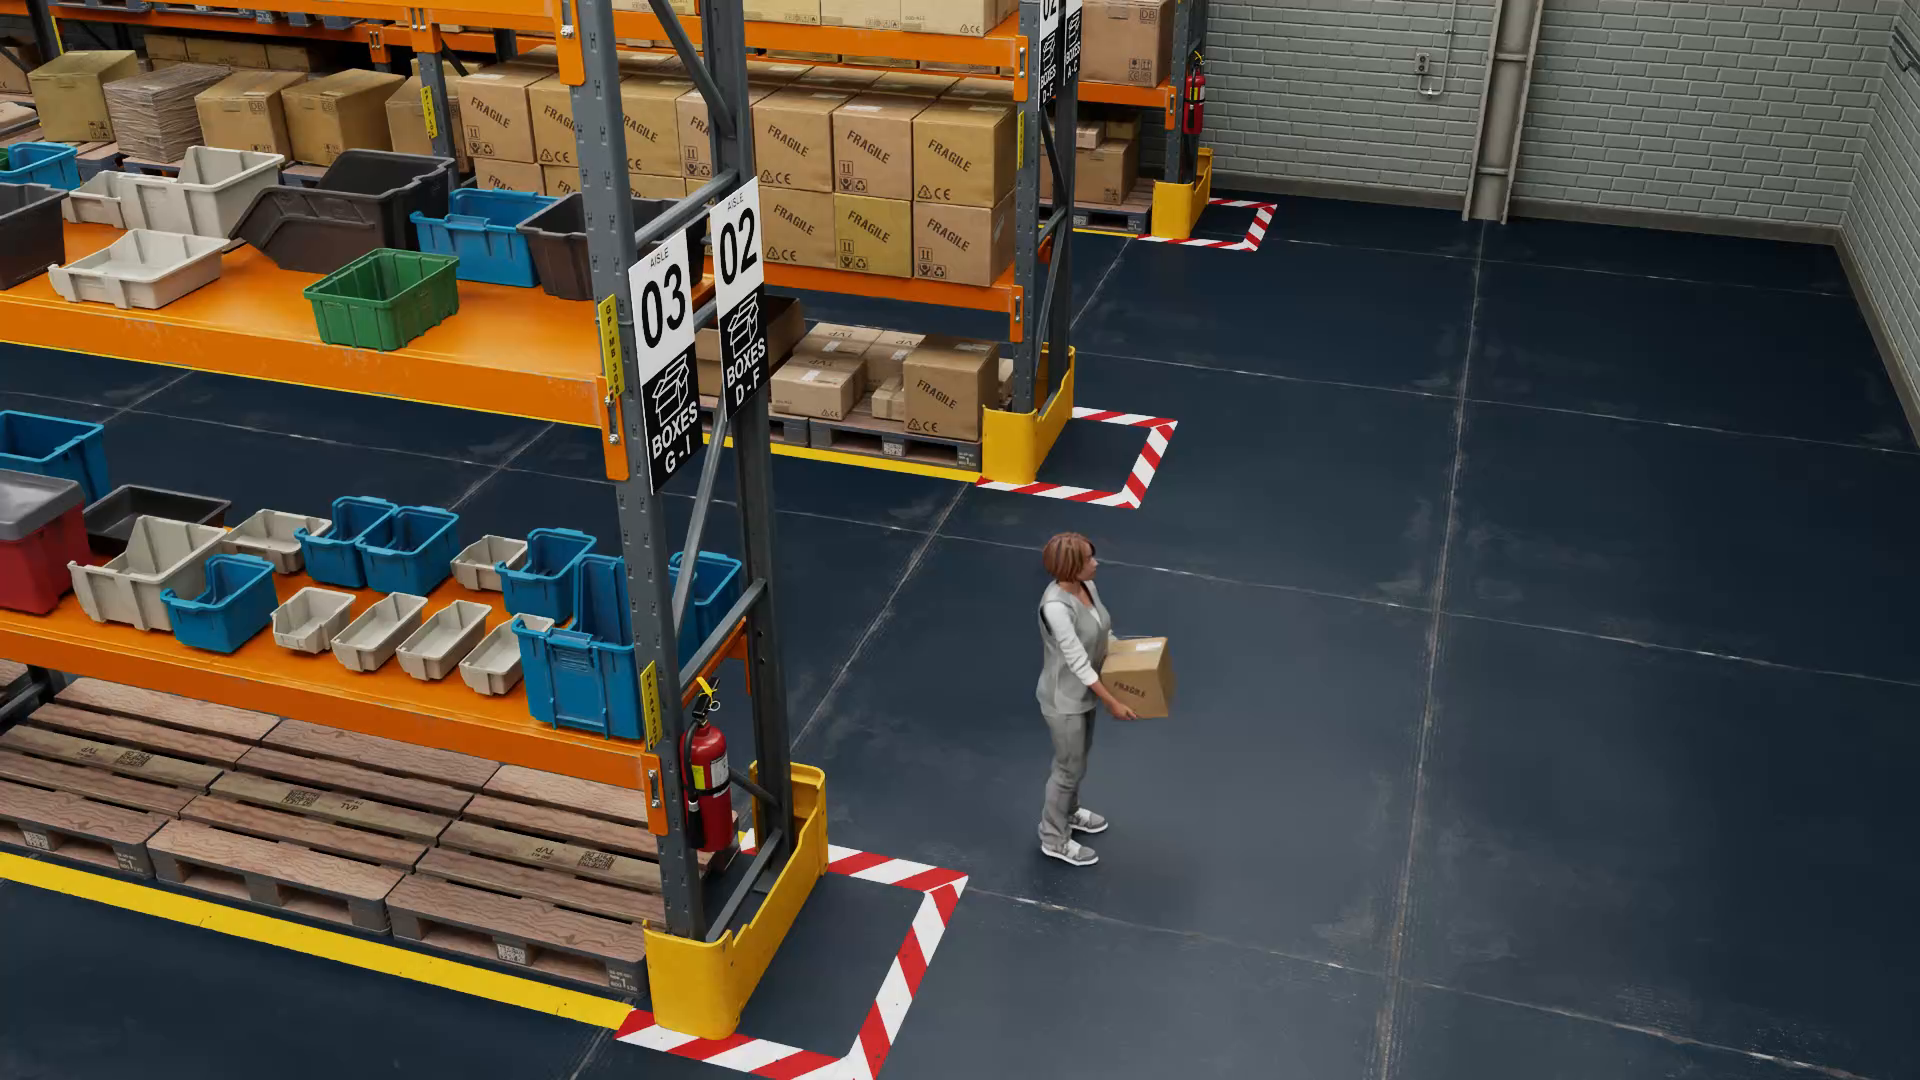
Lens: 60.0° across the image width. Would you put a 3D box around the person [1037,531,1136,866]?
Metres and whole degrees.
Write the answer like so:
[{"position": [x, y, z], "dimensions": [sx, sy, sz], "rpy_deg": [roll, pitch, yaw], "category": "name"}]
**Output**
[{"position": [0.577, 0.694, 7.280], "dimensions": [0.481, 1.598, 0.412], "rpy_deg": [11, 31, 19], "category": "person"}]
